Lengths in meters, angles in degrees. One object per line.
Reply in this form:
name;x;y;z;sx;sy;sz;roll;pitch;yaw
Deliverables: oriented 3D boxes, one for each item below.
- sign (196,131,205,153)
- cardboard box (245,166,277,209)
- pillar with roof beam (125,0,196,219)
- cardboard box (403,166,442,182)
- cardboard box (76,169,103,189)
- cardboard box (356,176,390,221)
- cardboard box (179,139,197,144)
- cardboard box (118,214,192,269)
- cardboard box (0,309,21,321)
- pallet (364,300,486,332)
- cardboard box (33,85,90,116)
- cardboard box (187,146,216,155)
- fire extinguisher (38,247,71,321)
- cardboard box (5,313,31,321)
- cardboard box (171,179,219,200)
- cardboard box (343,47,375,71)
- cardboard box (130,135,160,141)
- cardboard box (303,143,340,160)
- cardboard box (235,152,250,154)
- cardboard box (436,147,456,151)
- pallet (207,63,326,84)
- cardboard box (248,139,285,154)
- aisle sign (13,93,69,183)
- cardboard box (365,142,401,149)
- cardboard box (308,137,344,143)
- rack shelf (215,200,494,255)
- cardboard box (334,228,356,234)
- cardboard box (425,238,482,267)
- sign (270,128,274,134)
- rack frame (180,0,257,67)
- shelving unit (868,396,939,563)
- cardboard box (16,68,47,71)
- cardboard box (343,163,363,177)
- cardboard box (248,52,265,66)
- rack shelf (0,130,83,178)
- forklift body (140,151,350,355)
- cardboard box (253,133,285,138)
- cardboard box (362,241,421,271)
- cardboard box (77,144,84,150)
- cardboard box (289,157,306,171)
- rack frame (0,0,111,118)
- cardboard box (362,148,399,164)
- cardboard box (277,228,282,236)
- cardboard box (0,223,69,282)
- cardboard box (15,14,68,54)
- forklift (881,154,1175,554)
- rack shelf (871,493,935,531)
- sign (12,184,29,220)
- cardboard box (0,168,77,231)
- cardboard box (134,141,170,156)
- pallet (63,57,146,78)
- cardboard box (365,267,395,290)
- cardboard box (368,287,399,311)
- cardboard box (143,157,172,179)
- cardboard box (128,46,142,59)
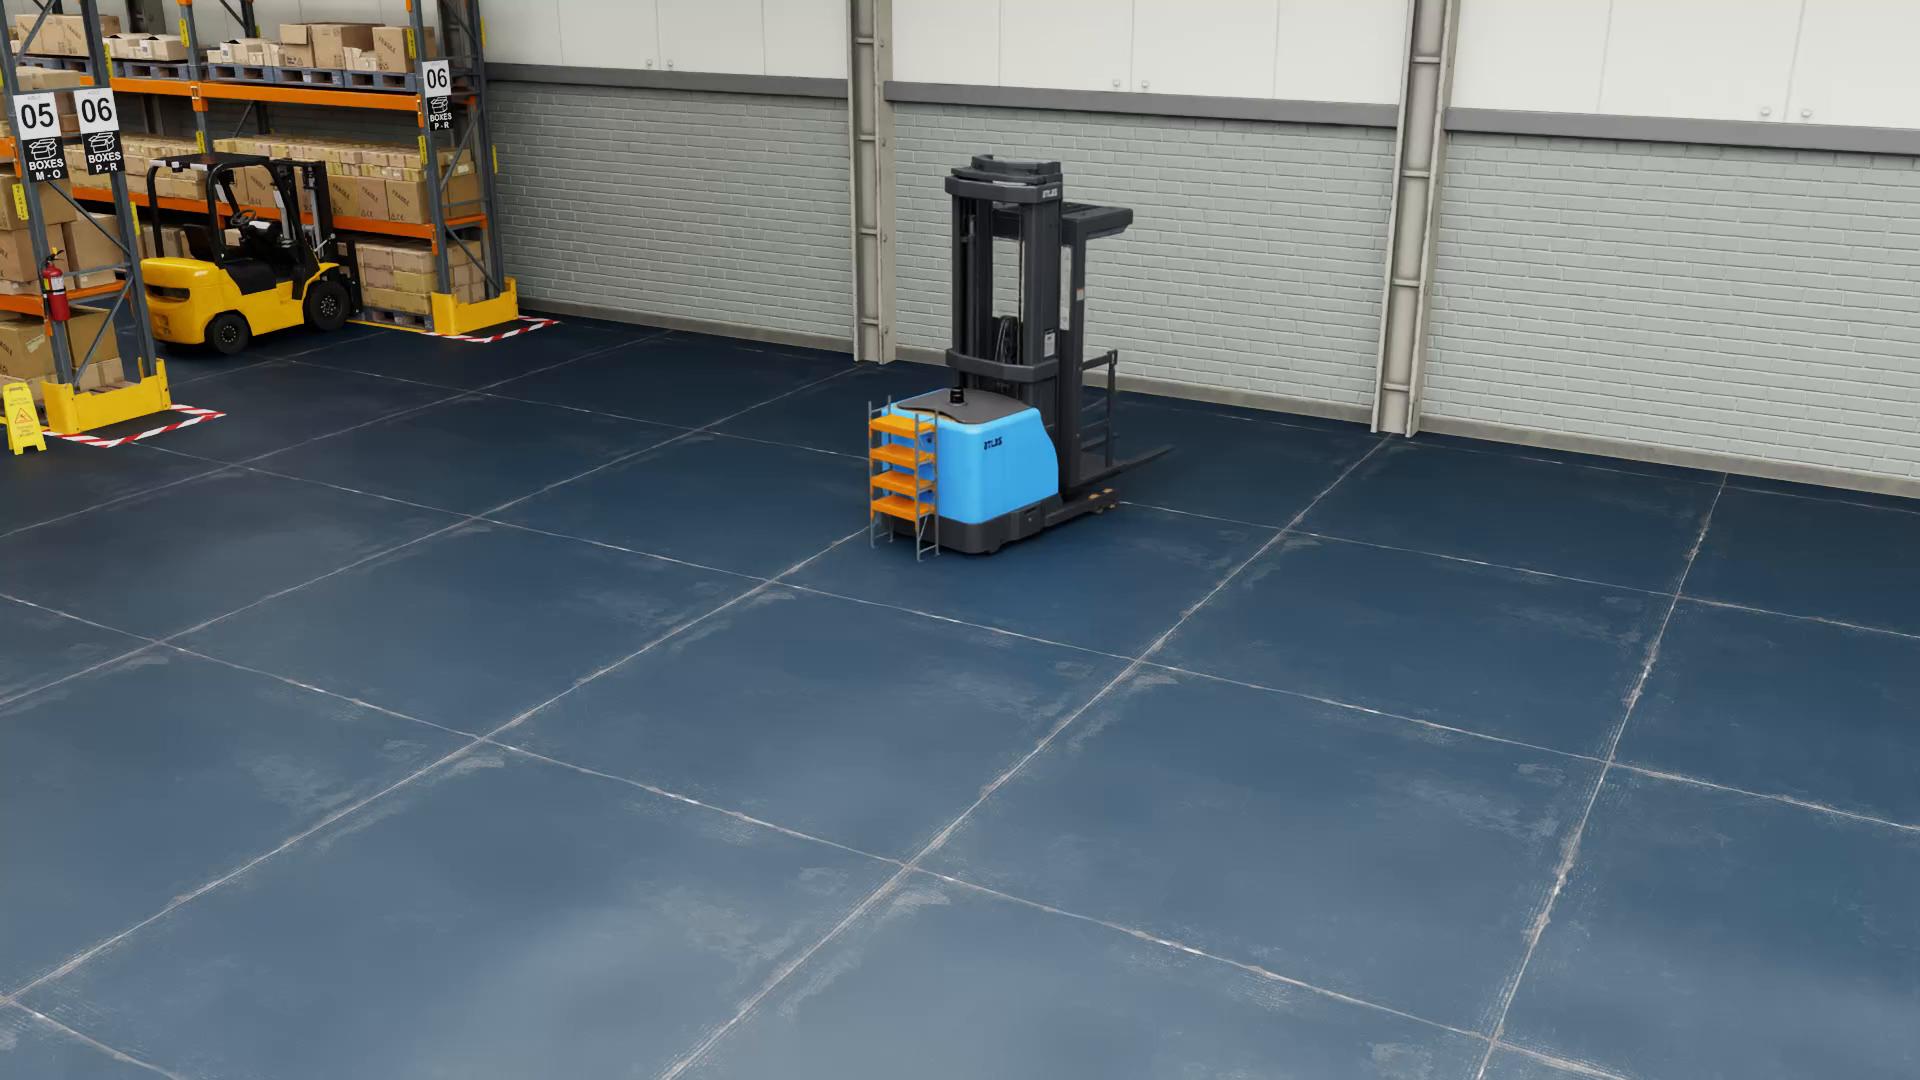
sign;-9.789;-5.103;21.452;0.005;0.325;0.100;11;23;27
cardboard box;-8.810;-4.573;21.426;0.500;0.500;0.500;11;23;28
pillar with roof beam;-13.547;-7.014;19.506;0.400;9.000;9.100;11;23;27
cardboard box;-6.480;-4.420;20.053;0.250;0.149;0.380;11;23;28
cardboard box;-11.867;-5.038;23.076;0.500;0.250;0.500;10;22;26
cardboard box;-7.047;-4.234;20.491;0.500;0.500;0.500;12;23;29
cardboard box;-10.394;-5.372;22.677;0.250;0.149;0.380;11;22;27
cardboard box;-11.325;-4.179;23.354;0.625;0.625;0.875;10;22;25
cardboard box;-9.638;-2.274;16.602;0.250;0.149;0.380;12;23;29
pallet;-6.729;-2.898;21.044;1.213;0.211;1.003;11;23;27
cardboard box;-8.767;-4.258;16.089;0.500;0.250;0.500;10;22;26
cardboard box;-9.939;-5.102;21.933;0.250;0.149;0.380;12;23;29
fire extinguisher;-8.583;-2.423;15.759;0.183;0.674;0.296;11;23;27
cardboard box;-9.742;-2.014;16.836;0.500;0.500;0.500;12;23;29
cardboard box;-10.100;-4.694;22.128;0.500;0.250;0.500;11;23;29
cardboard box;-7.134;-5.775;19.922;0.258;0.266;0.396;11;23;27
cardboard box;-11.292;-5.533;23.121;0.250;0.149;0.380;12;23;29
cardboard box;-8.010;-4.883;20.893;0.250;0.149;0.380;11;23;28
cardboard box;-9.156;-4.937;21.479;0.250;0.149;0.380;11;23;29
cardboard box;-6.431;-4.768;20.576;0.250;0.149;0.380;12;23;29
pallet;-8.776;-5.993;21.220;1.213;0.211;1.003;11;23;27
cardboard box;-8.900;-5.053;21.363;0.250;0.149;0.380;10;22;26
aisle sign;-8.546;-3.741;15.467;0.004;0.787;0.394;11;23;27
cardboard box;-7.311;-4.953;21.087;0.250;0.149;0.380;10;22;26
cardboard box;-8.205;-5.121;21.551;0.250;0.149;0.380;10;22;26
rack shelf;-7.787;-4.088;21.292;4.000;0.370;1.077;11;23;27
cardboard box;-8.124;-3.942;21.783;0.500;0.250;0.500;11;23;28
cardboard box;-6.368;-3.605;20.854;0.500;0.250;0.500;10;22;26
sign;-9.263;-5.369;22.381;0.005;0.325;0.100;11;23;27
rack frame;-9.533;-7.579;21.063;0.127;3.000;1.000;11;23;27
shelving unit;-0.437;-0.471;12.904;0.503;1.200;0.258;16;26;38
cardboard box;-9.085;-4.499;16.170;0.250;0.149;0.380;11;23;27
cardboard box;-7.381;-4.590;20.522;0.250;0.149;0.380;10;22;26
cardboard box;-8.618;-6.003;20.721;0.250;0.149;0.380;12;23;29
rack shelf;-10.204;-4.020;16.705;4.000;0.370;1.077;11;23;27
forklift body;-8.586;-3.467;19.769;1.214;2.155;2.313;11;23;27
cardboard box;-9.107;-5.288;22.009;0.250;0.149;0.380;11;23;27
cardboard box;-7.043;-3.536;20.663;0.500;0.250;0.500;11;23;28
cardboard box;-11.951;-5.484;22.986;0.250;0.149;0.380;11;23;28
cardboard box;-8.279;-4.758;20.986;0.250;0.149;0.380;10;22;26
rack frame;-8.458;-5.436;15.154;0.127;3.000;1.000;11;23;27
cardboard box;-7.109;-4.713;20.425;0.250;0.149;0.380;11;23;28
cardboard box;-8.822;-3.872;21.591;0.500;0.250;0.500;11;23;27
cardboard box;-9.066;-2.811;16.132;0.500;0.500;0.500;10;22;26
cardboard box;-12.511;-6.933;22.770;0.500;0.500;0.500;11;23;28
forklift;0.707;-1.697;13.746;1.130;2.935;3.031;16;26;38
rack shelf;-0.436;-0.221;12.995;0.480;0.148;0.258;16;26;38
sign;-8.746;-3.146;15.479;0.005;0.325;0.100;11;23;27
cardboard box;-9.011;-3.292;15.993;0.500;0.500;0.700;10;22;26
cardboard box;-10.854;-5.262;22.375;0.250;0.149;0.380;10;22;26
pallet;-11.411;-6.474;22.692;1.213;0.211;1.003;12;23;30
cardboard box;-7.051;-3.308;20.769;0.500;0.250;0.500;11;22;27
cardboard box;-7.035;-3.068;20.841;0.500;0.250;0.500;11;23;27
cardboard box;-10.539;-5.012;22.271;0.500;0.250;0.500;10;22;26
cardboard box;-10.641;-6.388;21.783;0.250;0.149;0.380;11;23;27
